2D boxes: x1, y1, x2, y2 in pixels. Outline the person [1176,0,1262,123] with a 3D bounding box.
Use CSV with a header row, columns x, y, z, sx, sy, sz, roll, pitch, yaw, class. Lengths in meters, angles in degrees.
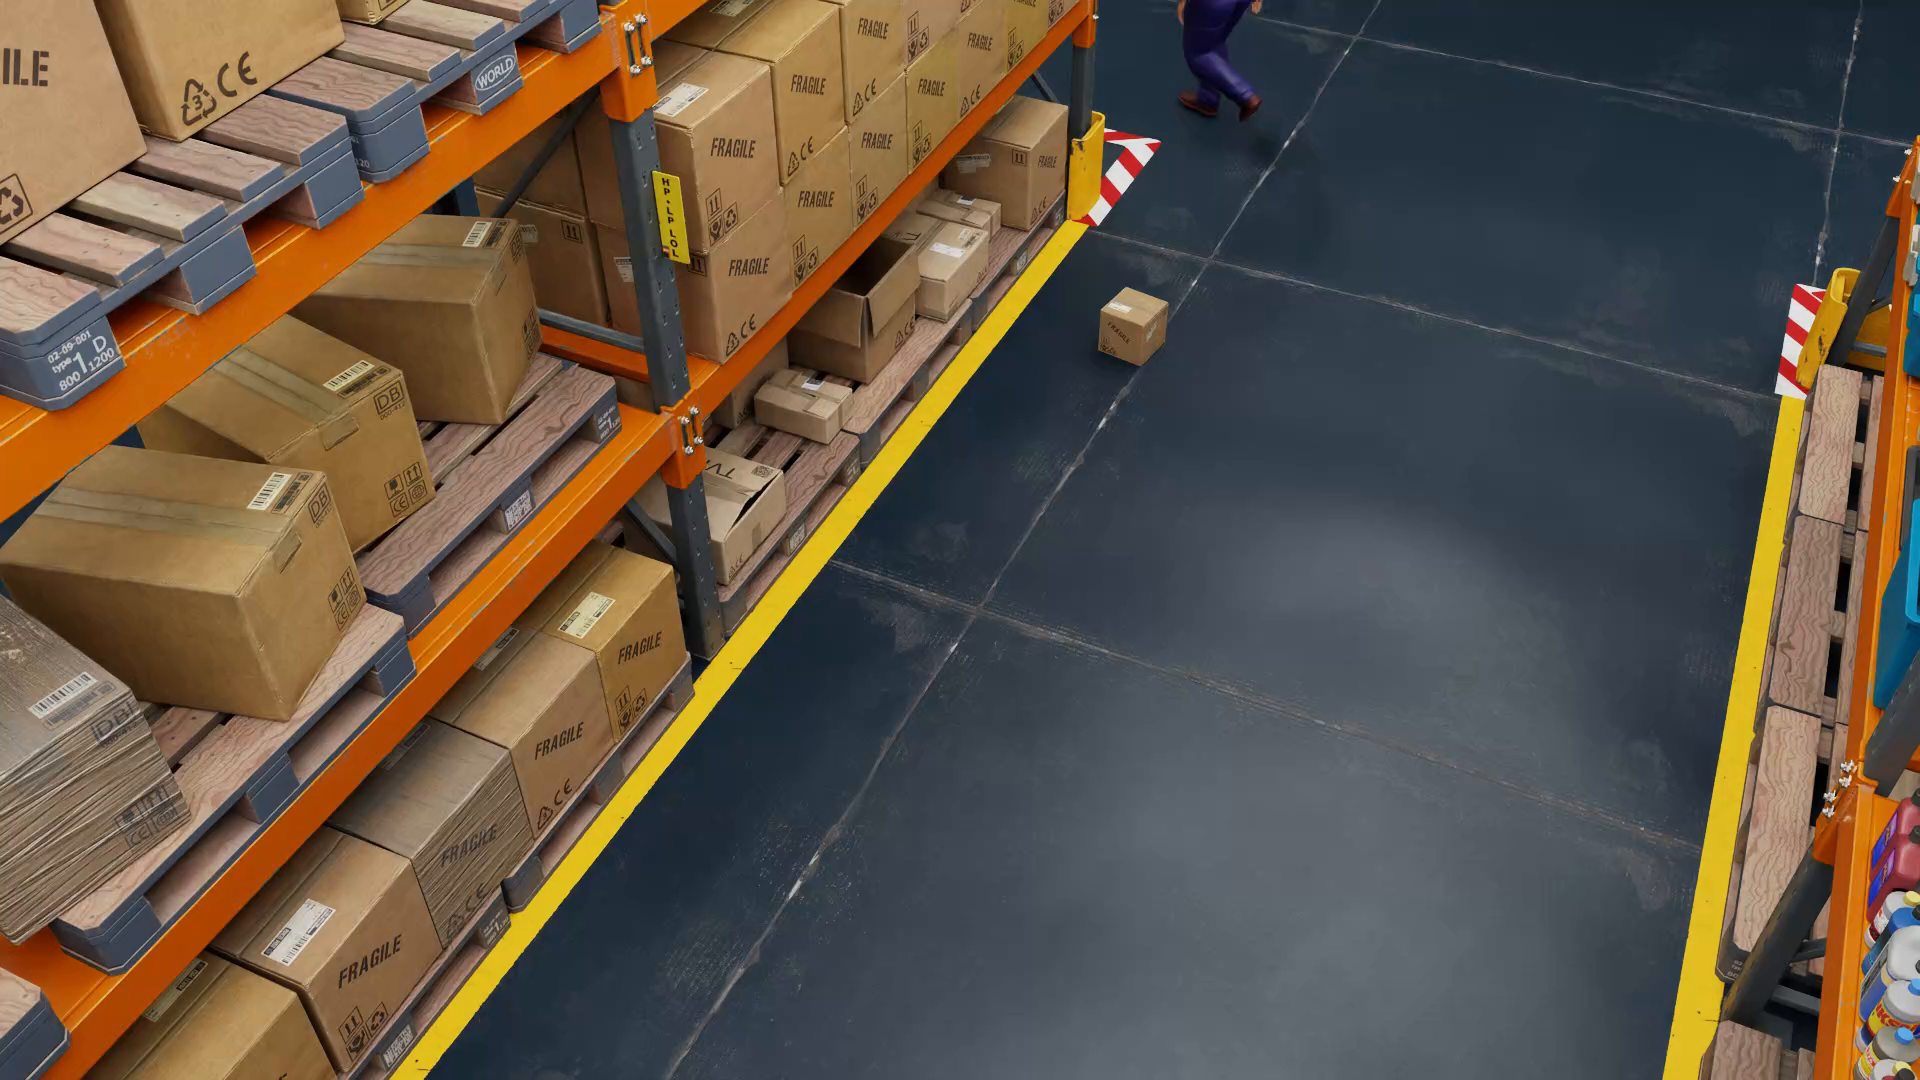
x,y,z,sx,sy,sz,roll,pitch,yaw,class
1.531,-3.131,9.627,0.544,1.595,0.695,-29,49,-28,person
